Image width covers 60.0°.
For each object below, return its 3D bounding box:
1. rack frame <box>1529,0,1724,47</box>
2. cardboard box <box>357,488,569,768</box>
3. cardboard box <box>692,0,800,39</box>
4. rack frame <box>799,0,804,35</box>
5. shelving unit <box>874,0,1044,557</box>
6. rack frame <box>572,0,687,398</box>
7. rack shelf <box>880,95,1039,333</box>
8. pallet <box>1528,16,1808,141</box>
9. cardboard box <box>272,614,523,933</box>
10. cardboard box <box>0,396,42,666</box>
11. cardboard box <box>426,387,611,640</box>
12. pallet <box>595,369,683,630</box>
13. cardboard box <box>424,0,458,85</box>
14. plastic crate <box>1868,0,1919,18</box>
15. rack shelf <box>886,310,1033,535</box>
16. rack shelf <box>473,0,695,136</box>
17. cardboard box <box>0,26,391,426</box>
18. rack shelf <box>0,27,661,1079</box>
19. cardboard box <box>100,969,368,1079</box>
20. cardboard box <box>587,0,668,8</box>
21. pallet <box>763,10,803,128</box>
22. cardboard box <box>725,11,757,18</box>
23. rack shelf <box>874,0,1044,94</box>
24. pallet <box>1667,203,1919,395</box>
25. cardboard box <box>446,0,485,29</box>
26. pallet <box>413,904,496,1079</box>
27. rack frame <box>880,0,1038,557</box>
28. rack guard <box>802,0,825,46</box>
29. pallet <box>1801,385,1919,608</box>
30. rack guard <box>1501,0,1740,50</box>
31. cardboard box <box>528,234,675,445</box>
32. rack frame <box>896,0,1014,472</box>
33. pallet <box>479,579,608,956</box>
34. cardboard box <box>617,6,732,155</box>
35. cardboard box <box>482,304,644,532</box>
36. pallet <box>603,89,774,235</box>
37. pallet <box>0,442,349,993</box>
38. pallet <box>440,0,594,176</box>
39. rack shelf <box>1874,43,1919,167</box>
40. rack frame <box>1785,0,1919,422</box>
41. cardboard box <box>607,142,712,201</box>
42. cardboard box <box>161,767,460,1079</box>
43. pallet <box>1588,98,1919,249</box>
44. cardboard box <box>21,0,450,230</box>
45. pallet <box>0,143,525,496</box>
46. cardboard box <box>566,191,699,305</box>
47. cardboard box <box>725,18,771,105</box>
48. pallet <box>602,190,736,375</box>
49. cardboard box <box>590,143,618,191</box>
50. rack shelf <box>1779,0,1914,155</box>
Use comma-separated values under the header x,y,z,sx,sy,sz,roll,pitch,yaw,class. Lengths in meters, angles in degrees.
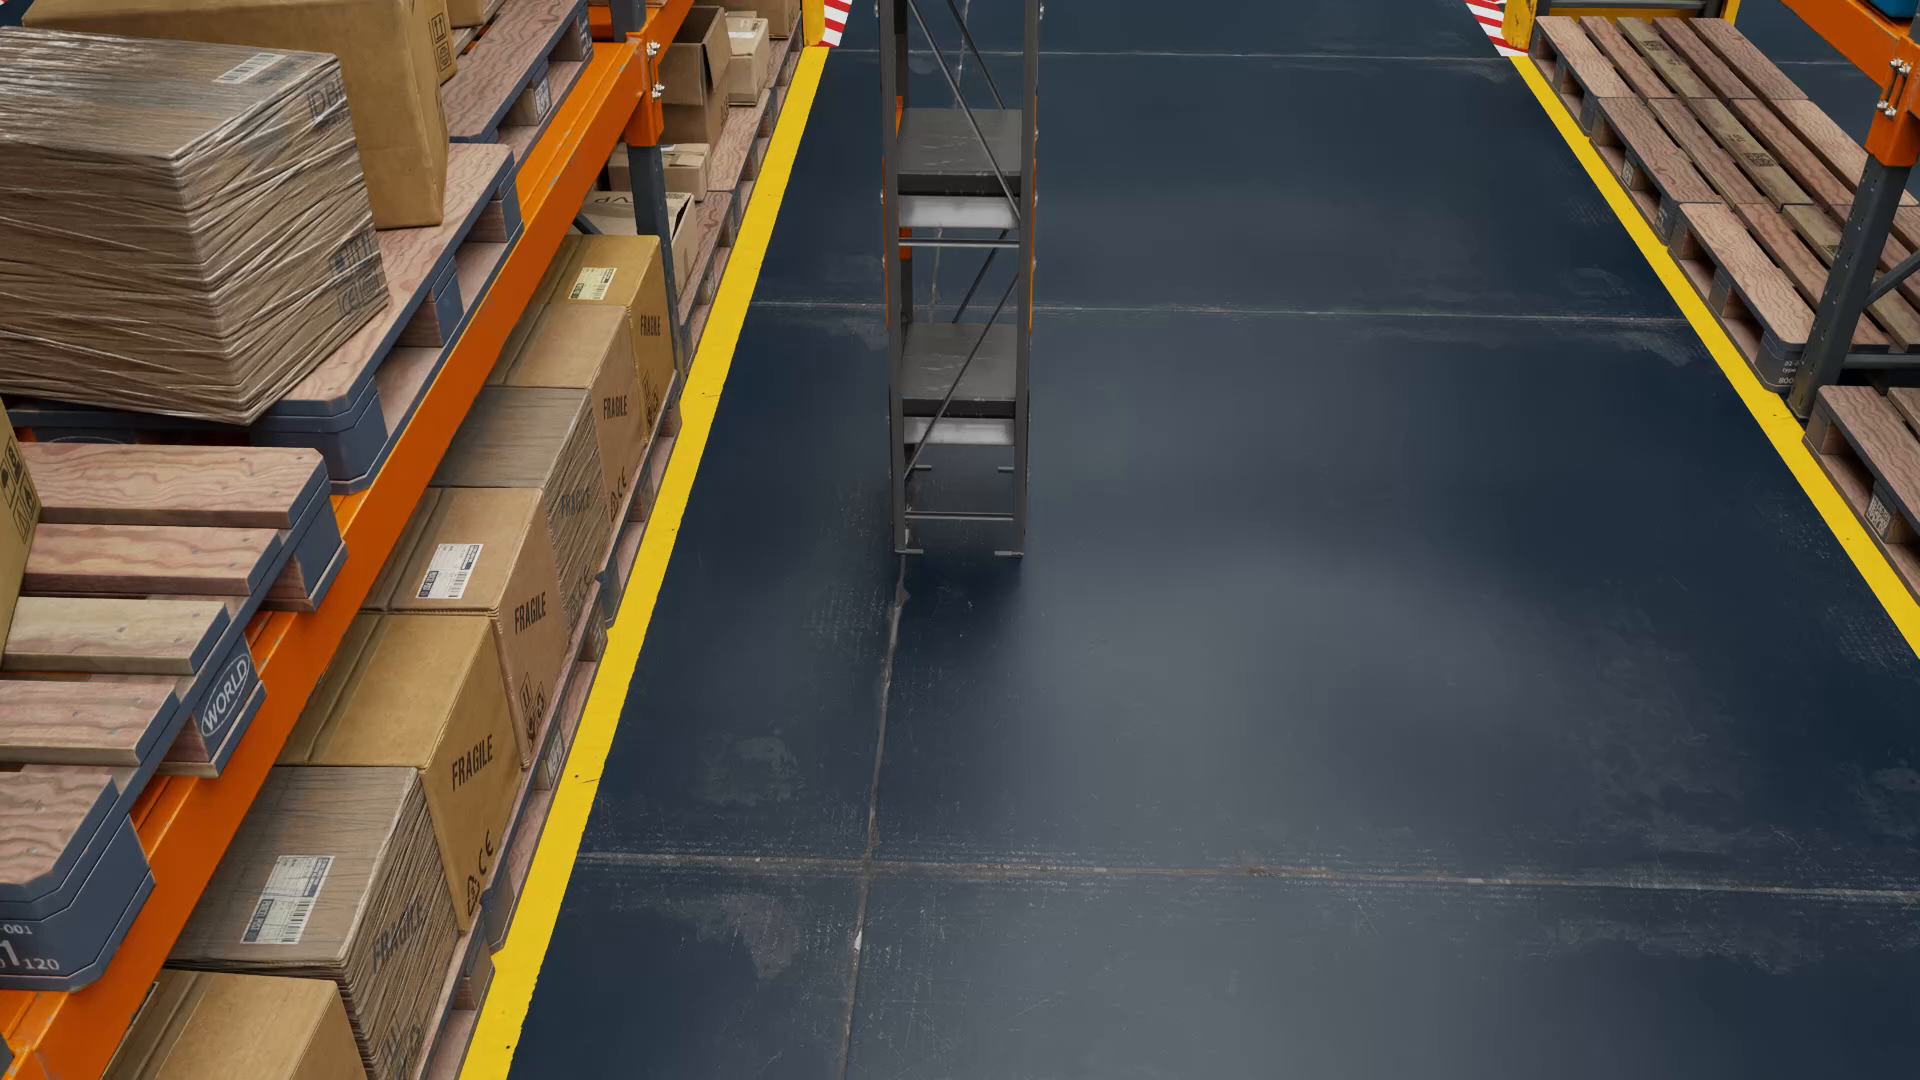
x,y,z,sx,sy,sz,roll,pitch,yaw,class
3.608,-3.966,8.284,1.000,3.000,0.127,1,35,2,rack frame
-1.302,0.213,4.130,0.500,0.500,0.500,0,35,0,cardboard box
-1.117,-2.921,8.589,0.500,0.500,0.500,1,35,2,cardboard box
-1.341,-4.082,8.450,1.000,3.000,0.127,1,35,2,rack frame
0.007,-0.954,4.782,0.431,2.100,0.503,1,35,2,shelving unit
-1.502,-1.784,5.180,1.000,3.000,0.127,1,35,2,rack frame
0.007,-0.943,4.789,0.431,0.518,0.480,1,35,2,rack shelf
3.536,-2.352,8.413,1.003,0.211,1.213,1,35,2,pallet
-1.318,0.513,3.703,0.500,0.500,0.500,1,35,1,cardboard box
-1.750,-0.063,2.279,0.700,0.500,0.500,-10,36,-14,cardboard box
-1.284,-0.079,4.545,0.500,0.500,0.500,2,35,2,cardboard box
-1.496,-0.175,5.315,1.003,0.211,1.213,1,35,2,pallet
-1.708,-1.333,4.086,0.700,0.500,0.500,7,36,9,cardboard box
3.126,-1.962,5.394,0.392,0.384,0.575,1,35,2,plastic crate
0.007,-0.370,5.192,0.431,0.518,0.480,1,35,2,rack shelf
-1.421,-2.639,7.022,1.077,0.370,4.000,1,35,2,rack shelf
-1.522,-0.584,3.020,0.700,0.500,0.500,8,36,11,cardboard box
-1.582,-0.341,3.752,1.077,0.370,4.000,1,35,2,rack shelf
-1.358,1.102,2.865,0.500,0.500,0.500,3,35,4,cardboard box
-1.209,-2.111,5.559,0.500,0.500,0.500,2,35,3,cardboard box
-1.375,-2.439,8.538,1.003,0.211,1.213,1,35,2,pallet
-1.223,-2.554,8.357,0.380,0.166,0.250,1,35,2,cardboard box
0.007,-1.516,4.387,0.431,0.518,0.480,1,35,2,rack shelf
3.438,-0.950,6.418,1.003,0.211,1.213,1,35,2,pallet
-1.744,-1.730,4.650,0.700,0.500,0.500,-10,36,-14,cardboard box
-1.594,1.227,3.321,1.003,0.211,1.213,1,35,2,pallet
-0.003,-0.814,4.582,0.400,2.100,0.015,1,35,2,rack frame
-1.344,-3.016,9.106,1.175,0.500,0.348,1,35,2,rack guard
3.375,-0.084,5.186,1.003,0.211,1.213,1,35,2,pallet
3.596,-2.957,9.023,1.175,0.500,0.348,1,35,2,rack guard
-1.235,-0.651,5.359,0.500,0.500,0.500,1,35,2,cardboard box
0.016,-1.094,4.981,0.400,2.100,0.015,1,35,2,rack frame
-1.543,0.528,4.315,1.003,0.211,1.213,1,35,2,pallet
-1.431,-2.022,7.307,0.797,0.503,0.637,1,35,2,cardboard box
-1.263,-0.367,4.955,0.500,0.500,0.500,1,35,2,cardboard box
-1.427,-1.740,7.543,1.003,0.211,1.213,1,35,2,pallet
-1.705,0.202,2.521,1.213,0.211,1.003,1,35,2,pallet
-1.643,-1.249,4.585,1.003,0.211,1.213,1,35,2,pallet
3.367,-0.224,3.586,1.077,0.370,4.000,1,35,2,rack shelf
3.448,-1.667,5.014,1.000,3.000,0.127,1,35,2,rack frame
-1.244,-1.538,6.911,0.380,0.166,0.250,1,35,2,cardboard box
-1.343,0.801,3.293,0.500,0.500,0.500,0,35,0,cardboard box
3.485,-1.653,7.418,1.003,0.211,1.213,1,35,2,pallet
-1.511,-0.980,3.584,0.700,0.500,0.500,-7,36,-10,cardboard box
-1.589,-0.525,3.555,1.003,0.211,1.213,1,35,2,pallet
-1.269,-1.100,6.162,0.500,0.311,0.500,1,35,2,cardboard box
-1.185,-2.274,7.886,0.500,0.250,0.500,1,35,2,cardboard box
-1.473,-1.038,6.543,1.003,0.211,1.213,1,35,2,pallet
-1.732,-1.629,6.915,0.500,0.311,0.500,1,35,2,cardboard box
3.528,-2.522,6.856,1.077,0.370,4.000,1,35,2,rack shelf
